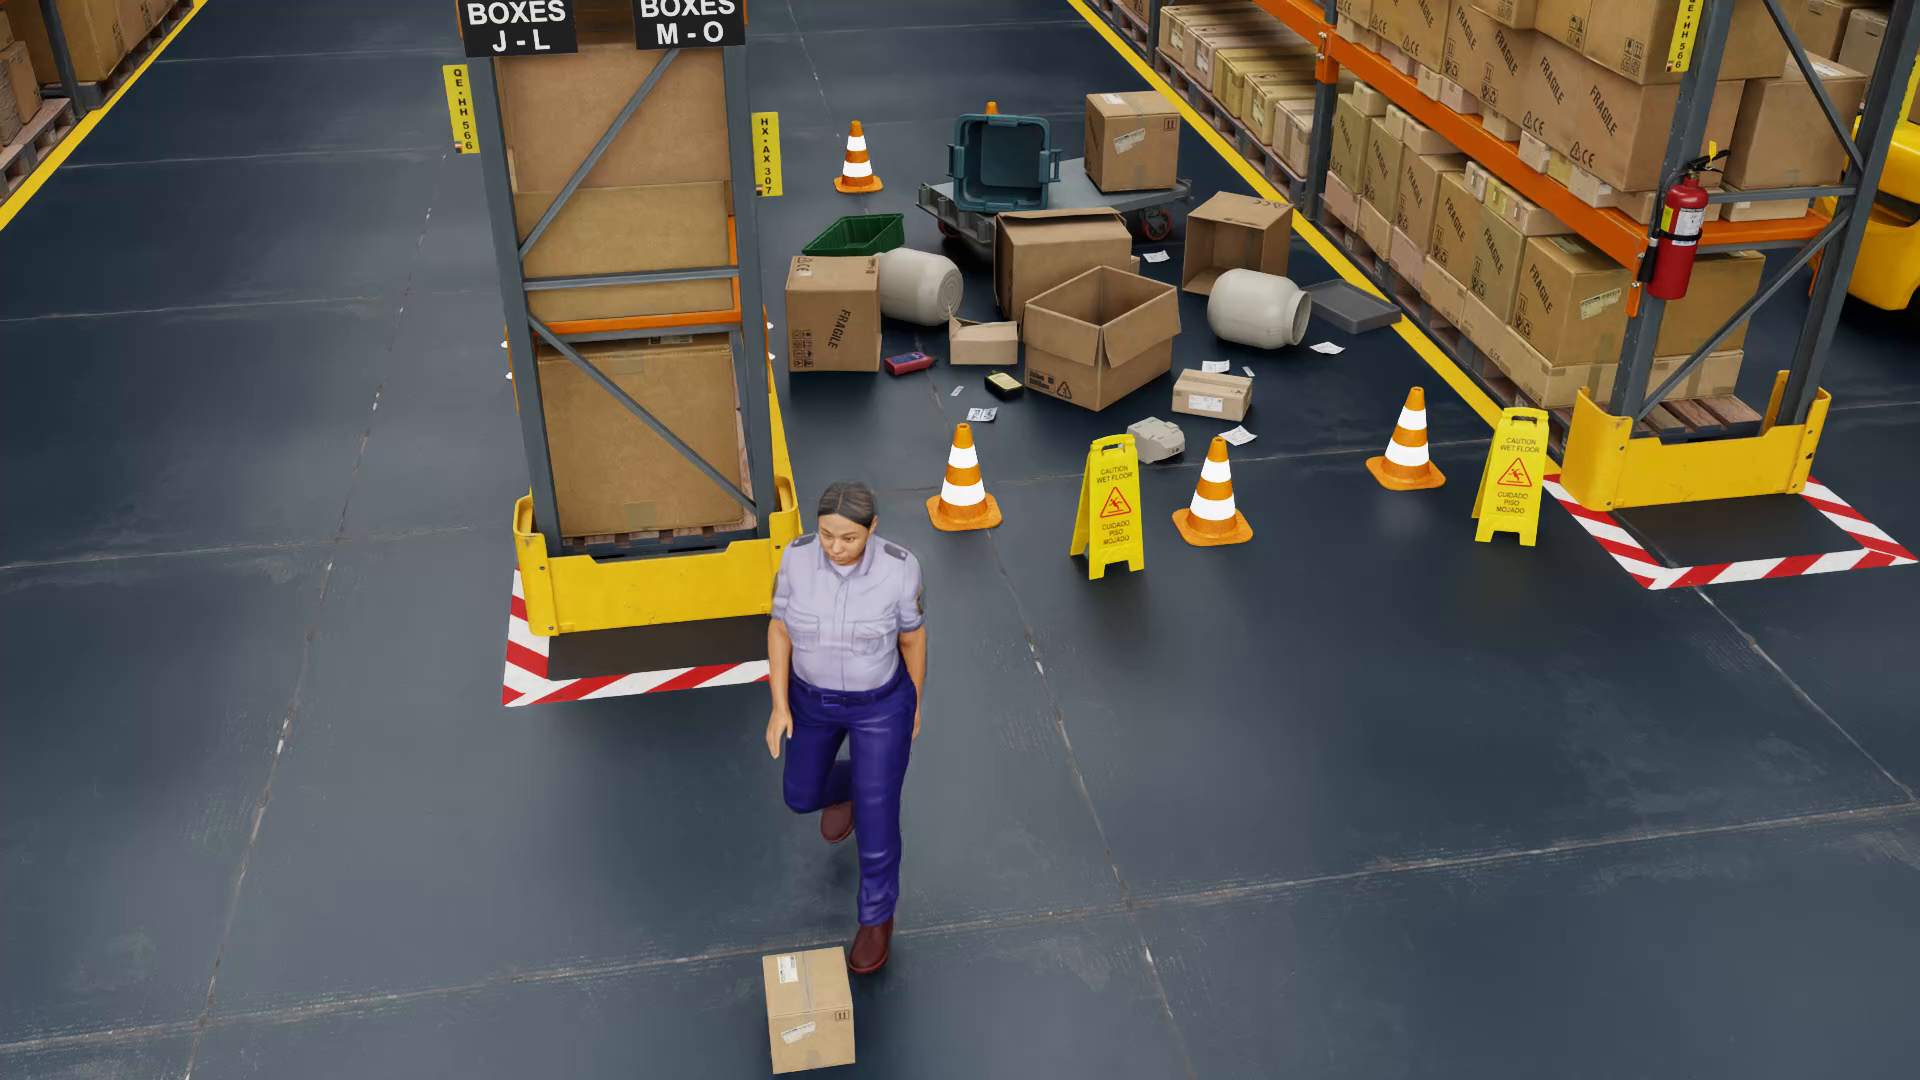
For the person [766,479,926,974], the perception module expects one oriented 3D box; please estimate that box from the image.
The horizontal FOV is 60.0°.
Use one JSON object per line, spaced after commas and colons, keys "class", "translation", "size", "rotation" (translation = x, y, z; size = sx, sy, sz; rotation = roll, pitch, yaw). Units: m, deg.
{"class": "person", "translation": [-0.351, 0.502, 5.282], "size": [0.482, 1.628, 0.787], "rotation": [7, 32, 11]}
